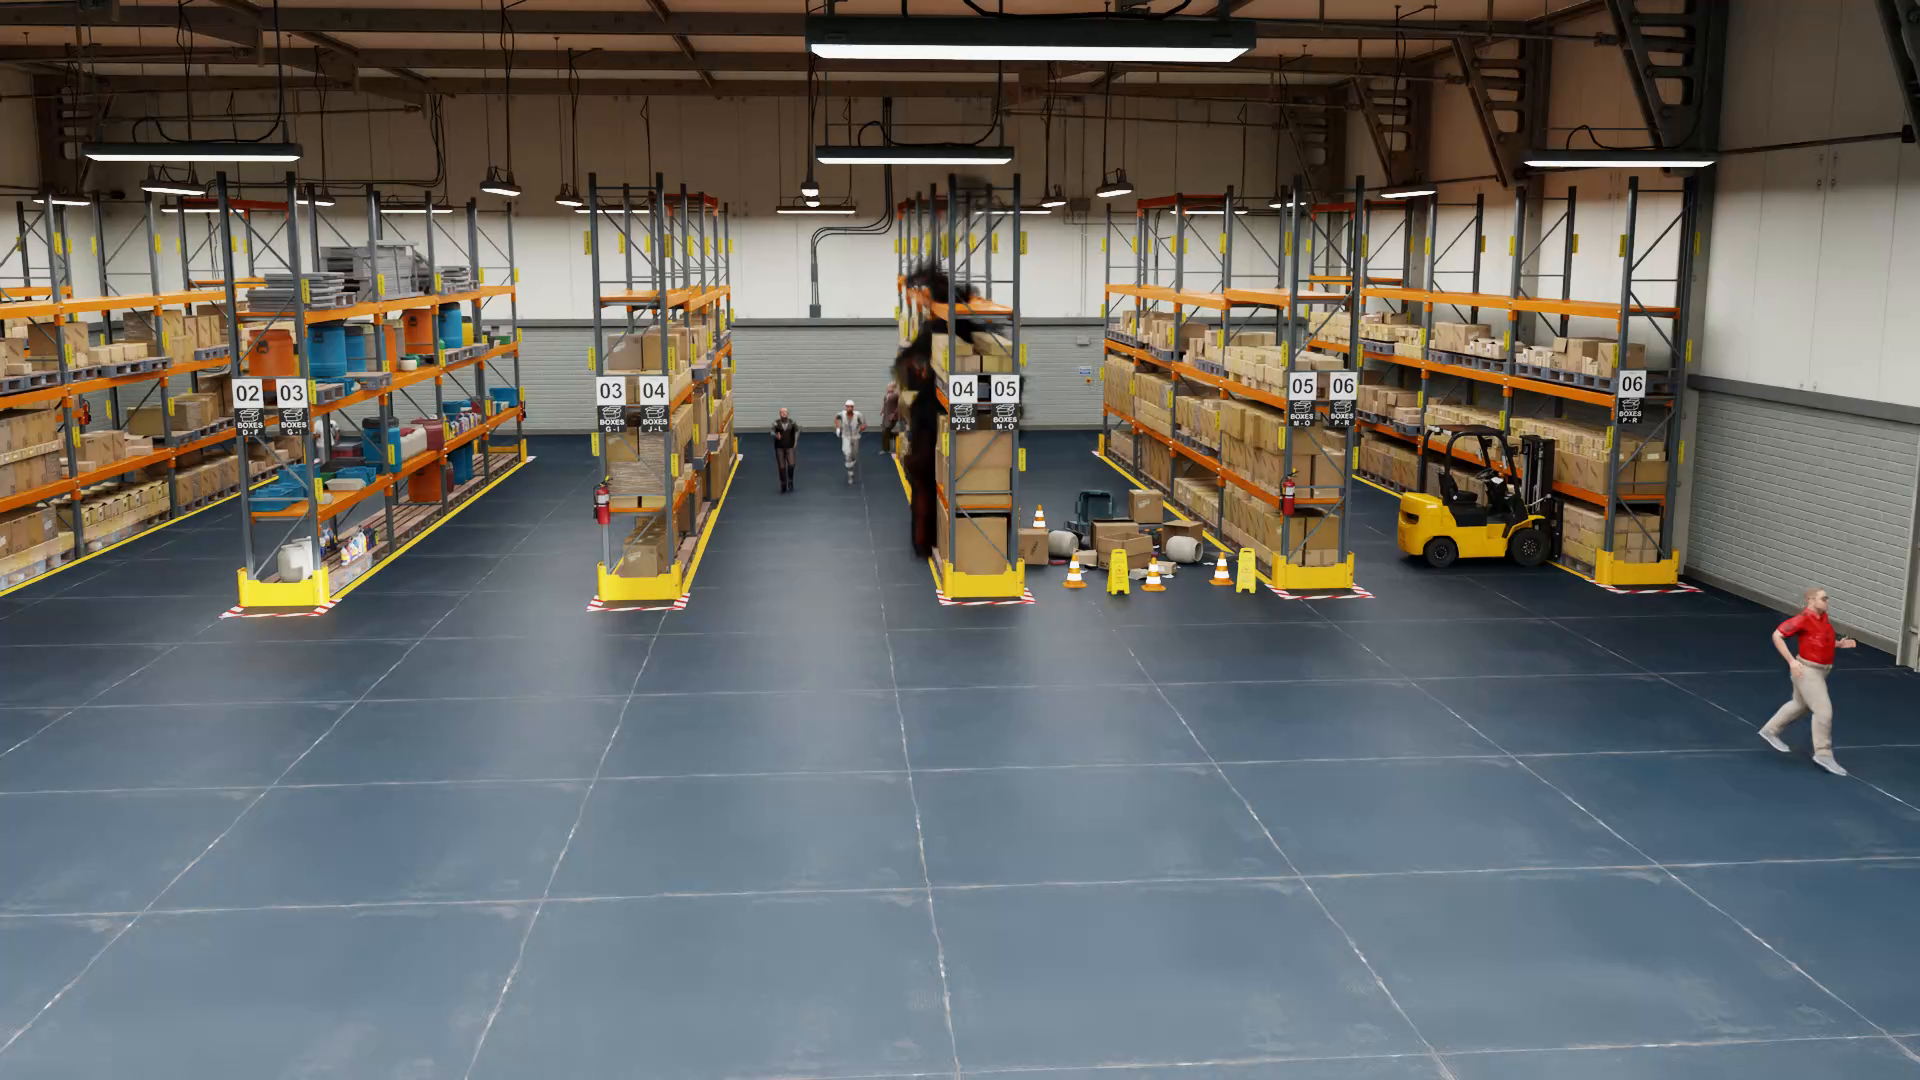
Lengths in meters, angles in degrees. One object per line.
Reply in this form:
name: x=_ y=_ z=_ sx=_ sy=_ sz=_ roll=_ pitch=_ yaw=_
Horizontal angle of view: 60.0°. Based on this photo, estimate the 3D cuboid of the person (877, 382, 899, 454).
person: x=-1.633 y=-2.961 z=40.577 sx=0.789 sy=1.780 sz=0.754 roll=-7 pitch=12 yaw=-34

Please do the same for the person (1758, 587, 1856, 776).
person: x=8.264 y=1.329 z=16.170 sx=0.870 sy=1.772 sz=0.647 roll=10 pitch=14 yaw=44

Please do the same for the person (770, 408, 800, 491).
person: x=-3.608 y=-1.867 z=34.394 sx=0.641 sy=1.725 sz=0.658 roll=-1 pitch=10 yaw=-8

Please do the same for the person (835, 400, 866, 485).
person: x=-2.349 y=-2.140 z=35.778 sx=0.659 sy=1.786 sz=1.103 roll=-1 pitch=10 yaw=-8

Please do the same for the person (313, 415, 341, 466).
person: x=-13.229 y=-1.916 z=34.737 sx=0.555 sy=1.727 sz=0.660 roll=-2 pitch=10 yaw=-13
